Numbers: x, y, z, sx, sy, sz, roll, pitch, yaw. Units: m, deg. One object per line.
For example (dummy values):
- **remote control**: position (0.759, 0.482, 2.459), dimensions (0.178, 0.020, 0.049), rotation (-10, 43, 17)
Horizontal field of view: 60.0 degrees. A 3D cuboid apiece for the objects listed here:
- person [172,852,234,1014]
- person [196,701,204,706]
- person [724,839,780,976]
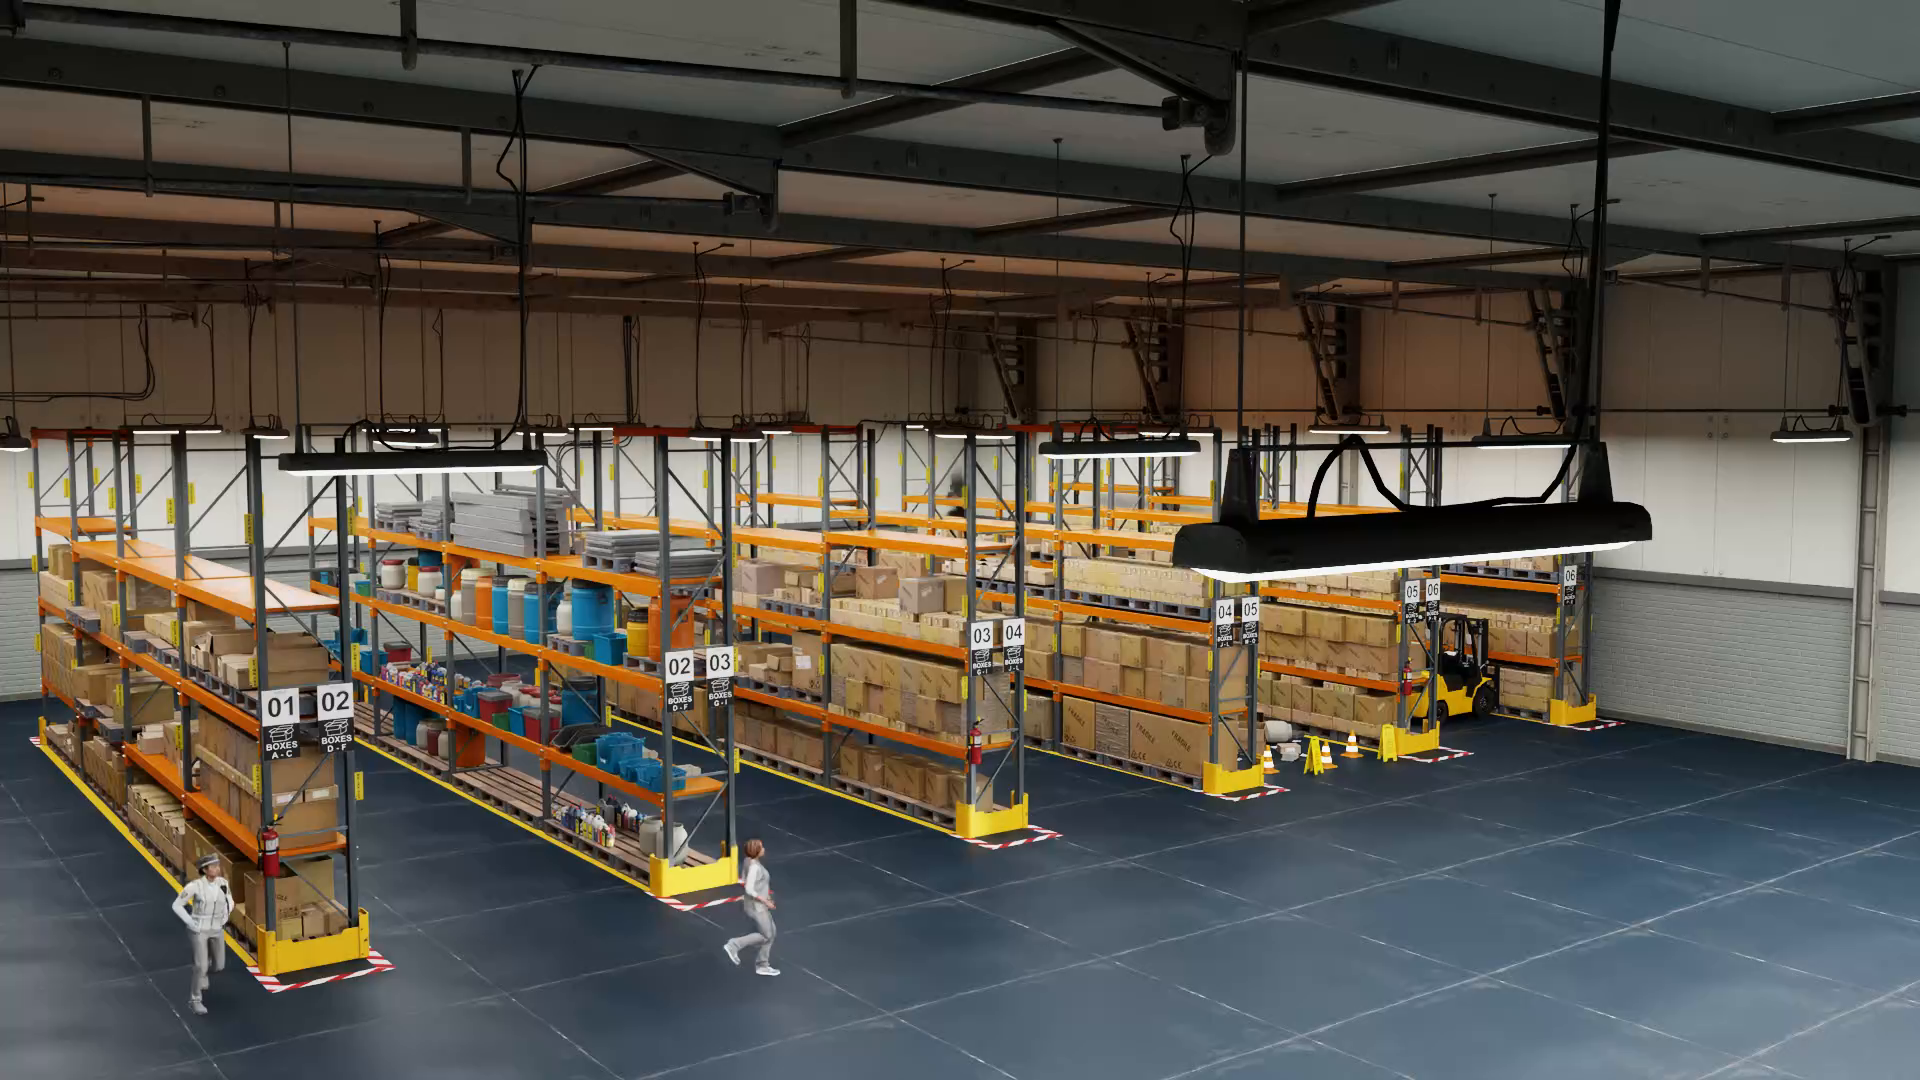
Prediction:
- **person**: position (-8.036, 4.145, 17.738), dimensions (0.617, 1.635, 0.640), rotation (4, 6, 39)
- **person**: position (-14.120, 3.076, 31.323), dimensions (0.619, 1.567, 0.517), rotation (4, 6, 41)
- **person**: position (-2.331, 4.107, 18.583), dimensions (0.623, 1.564, 0.545), rotation (-1, 5, -10)
